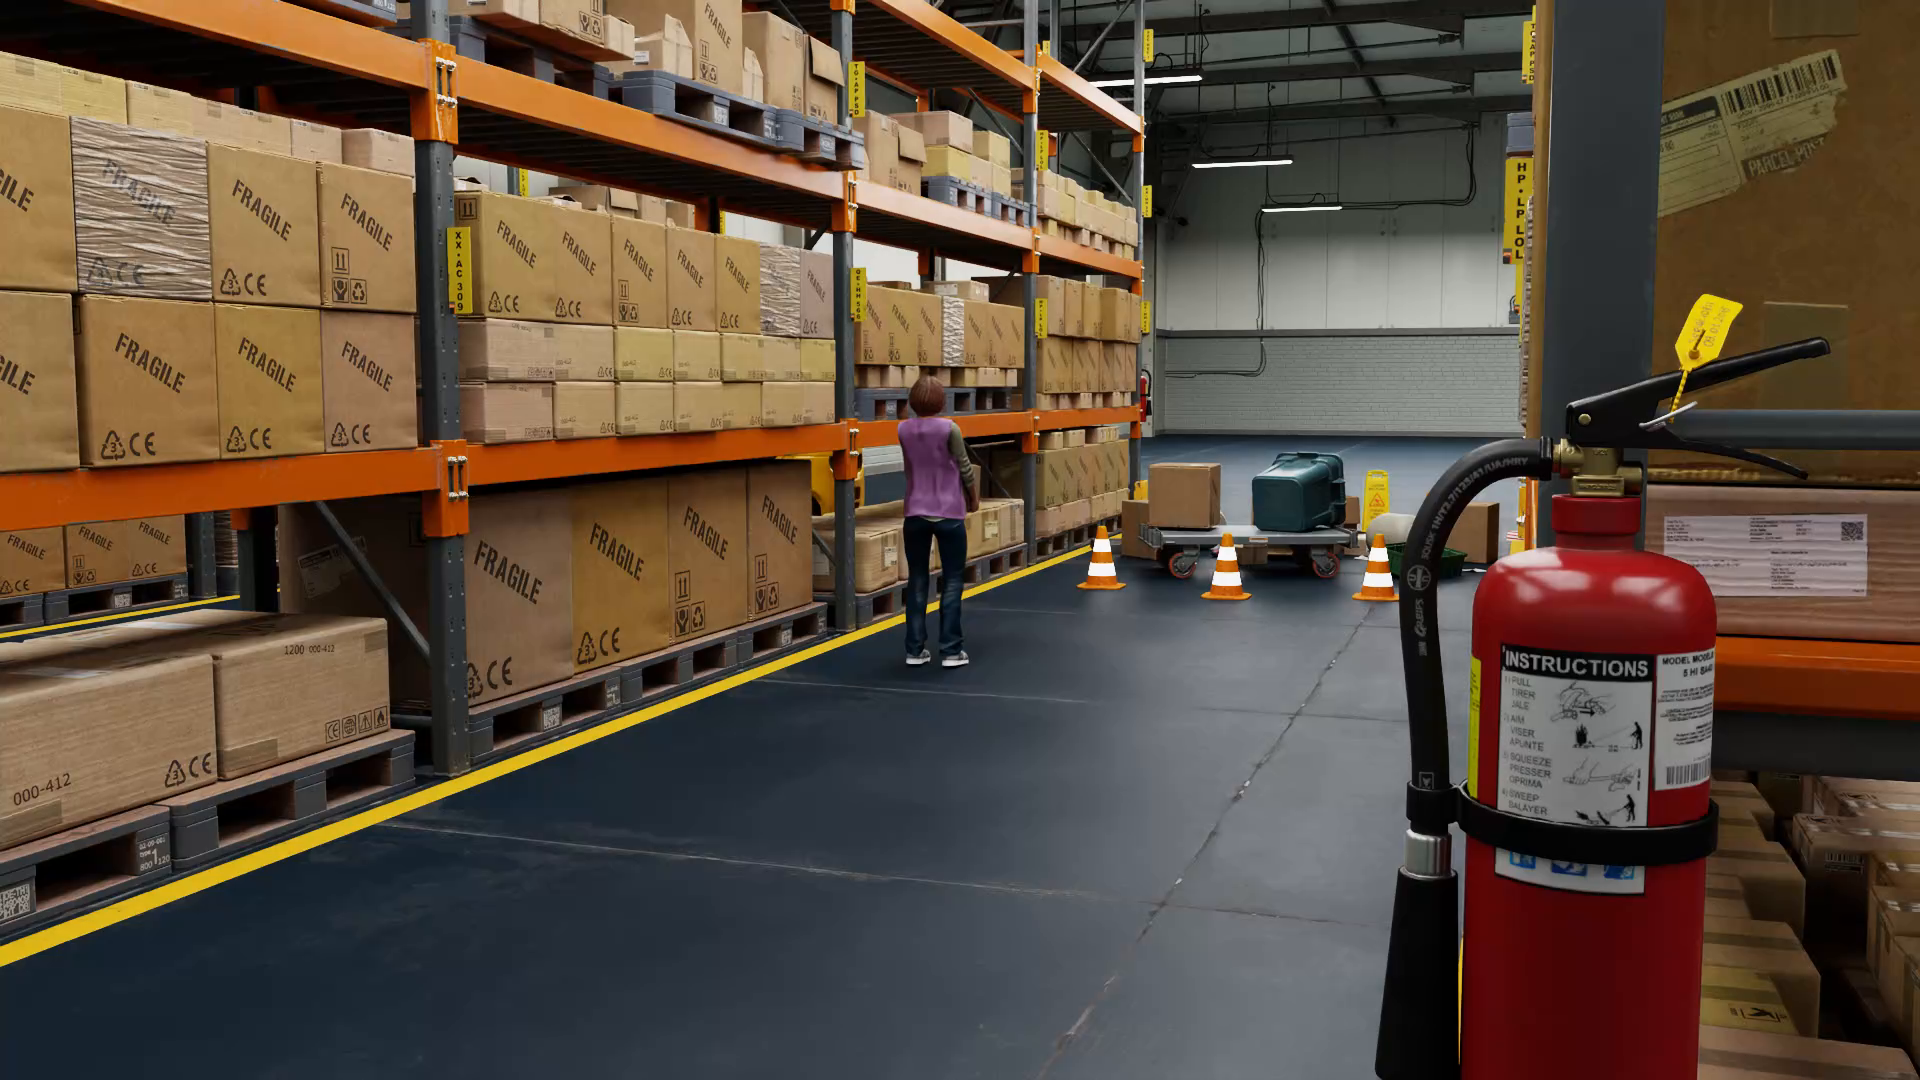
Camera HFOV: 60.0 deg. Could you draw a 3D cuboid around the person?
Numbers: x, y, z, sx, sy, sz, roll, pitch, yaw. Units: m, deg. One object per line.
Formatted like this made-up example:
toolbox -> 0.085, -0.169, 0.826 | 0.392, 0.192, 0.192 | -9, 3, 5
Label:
person -> -0.111, -0.109, 9.139 | 0.404, 1.591, 0.496 | 2, 6, 20
